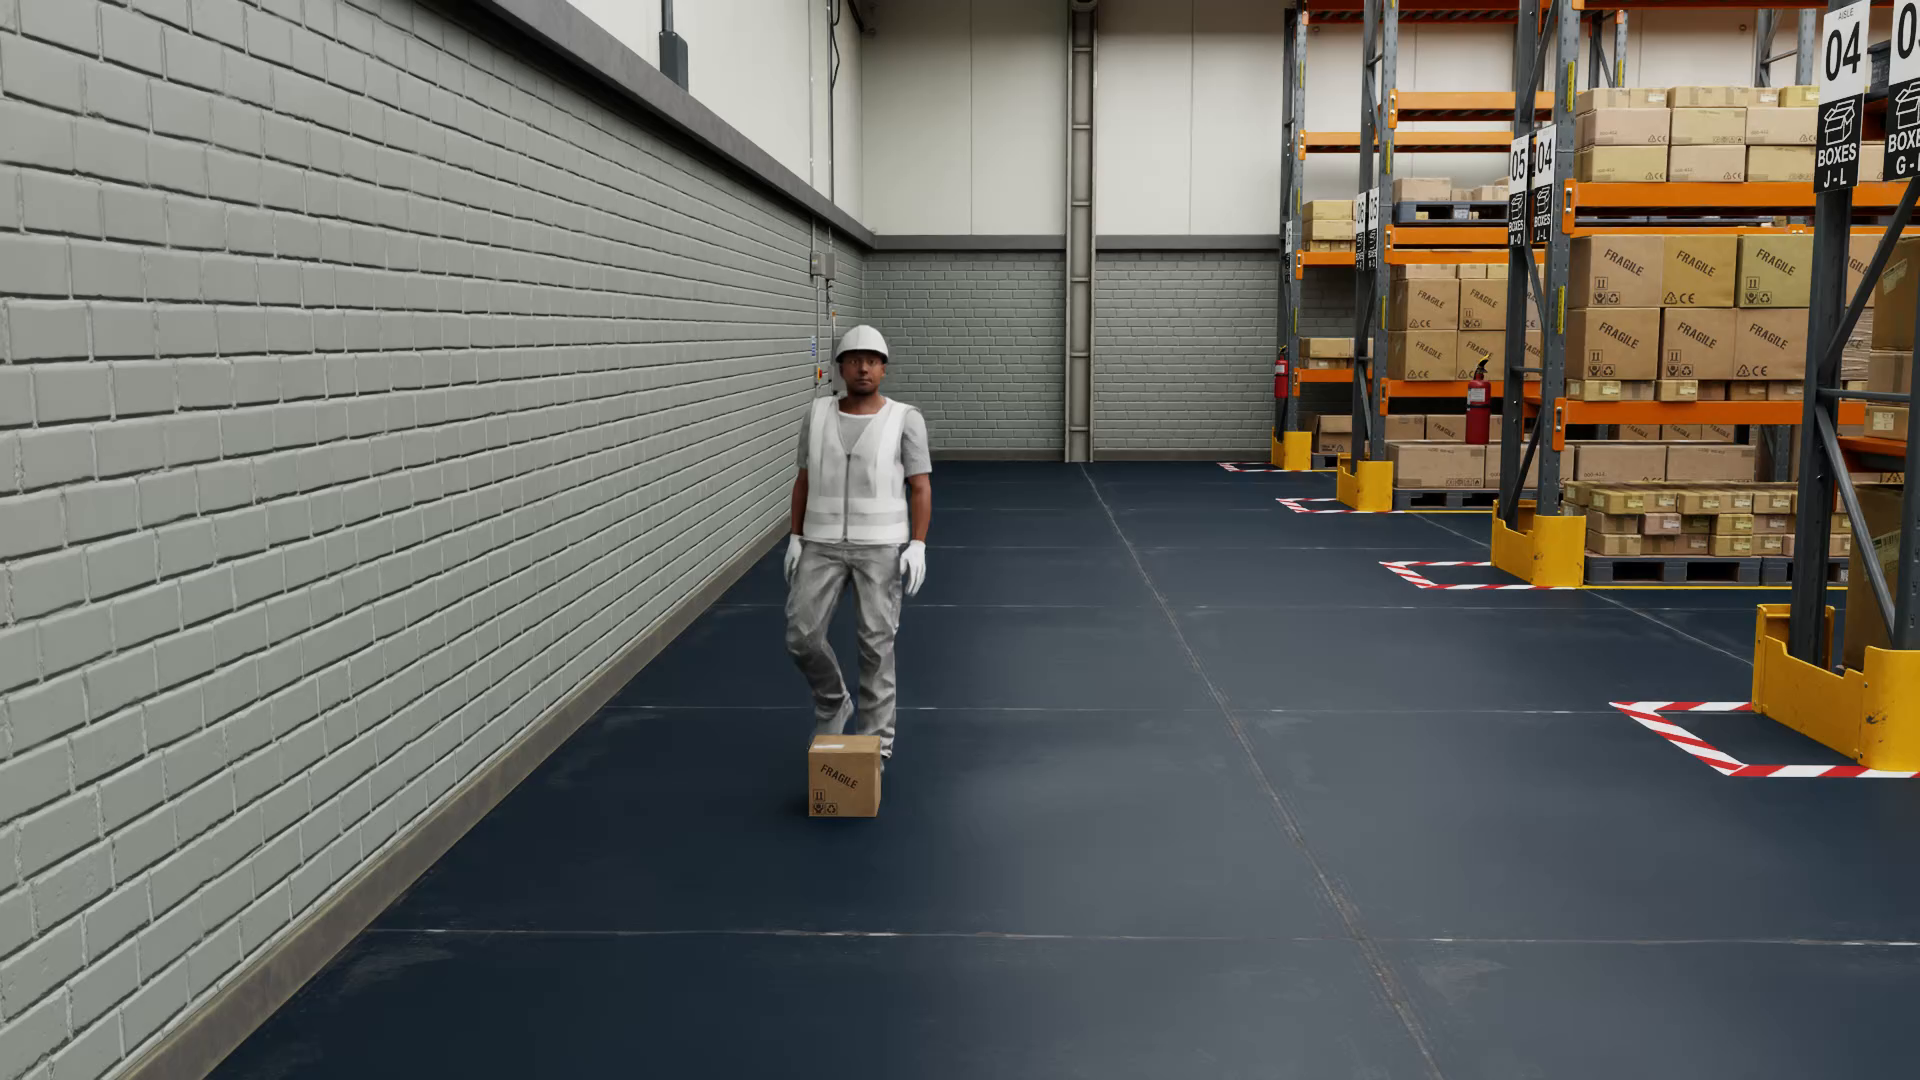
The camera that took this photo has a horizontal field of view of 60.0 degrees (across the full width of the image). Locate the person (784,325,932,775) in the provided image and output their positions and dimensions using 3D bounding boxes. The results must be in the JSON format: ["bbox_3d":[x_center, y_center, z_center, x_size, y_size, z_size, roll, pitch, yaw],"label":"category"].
[{"bbox_3d":[-0.426,0.044,6.605,0.605,1.782,0.570,1,7,11],"label":"person"}]
